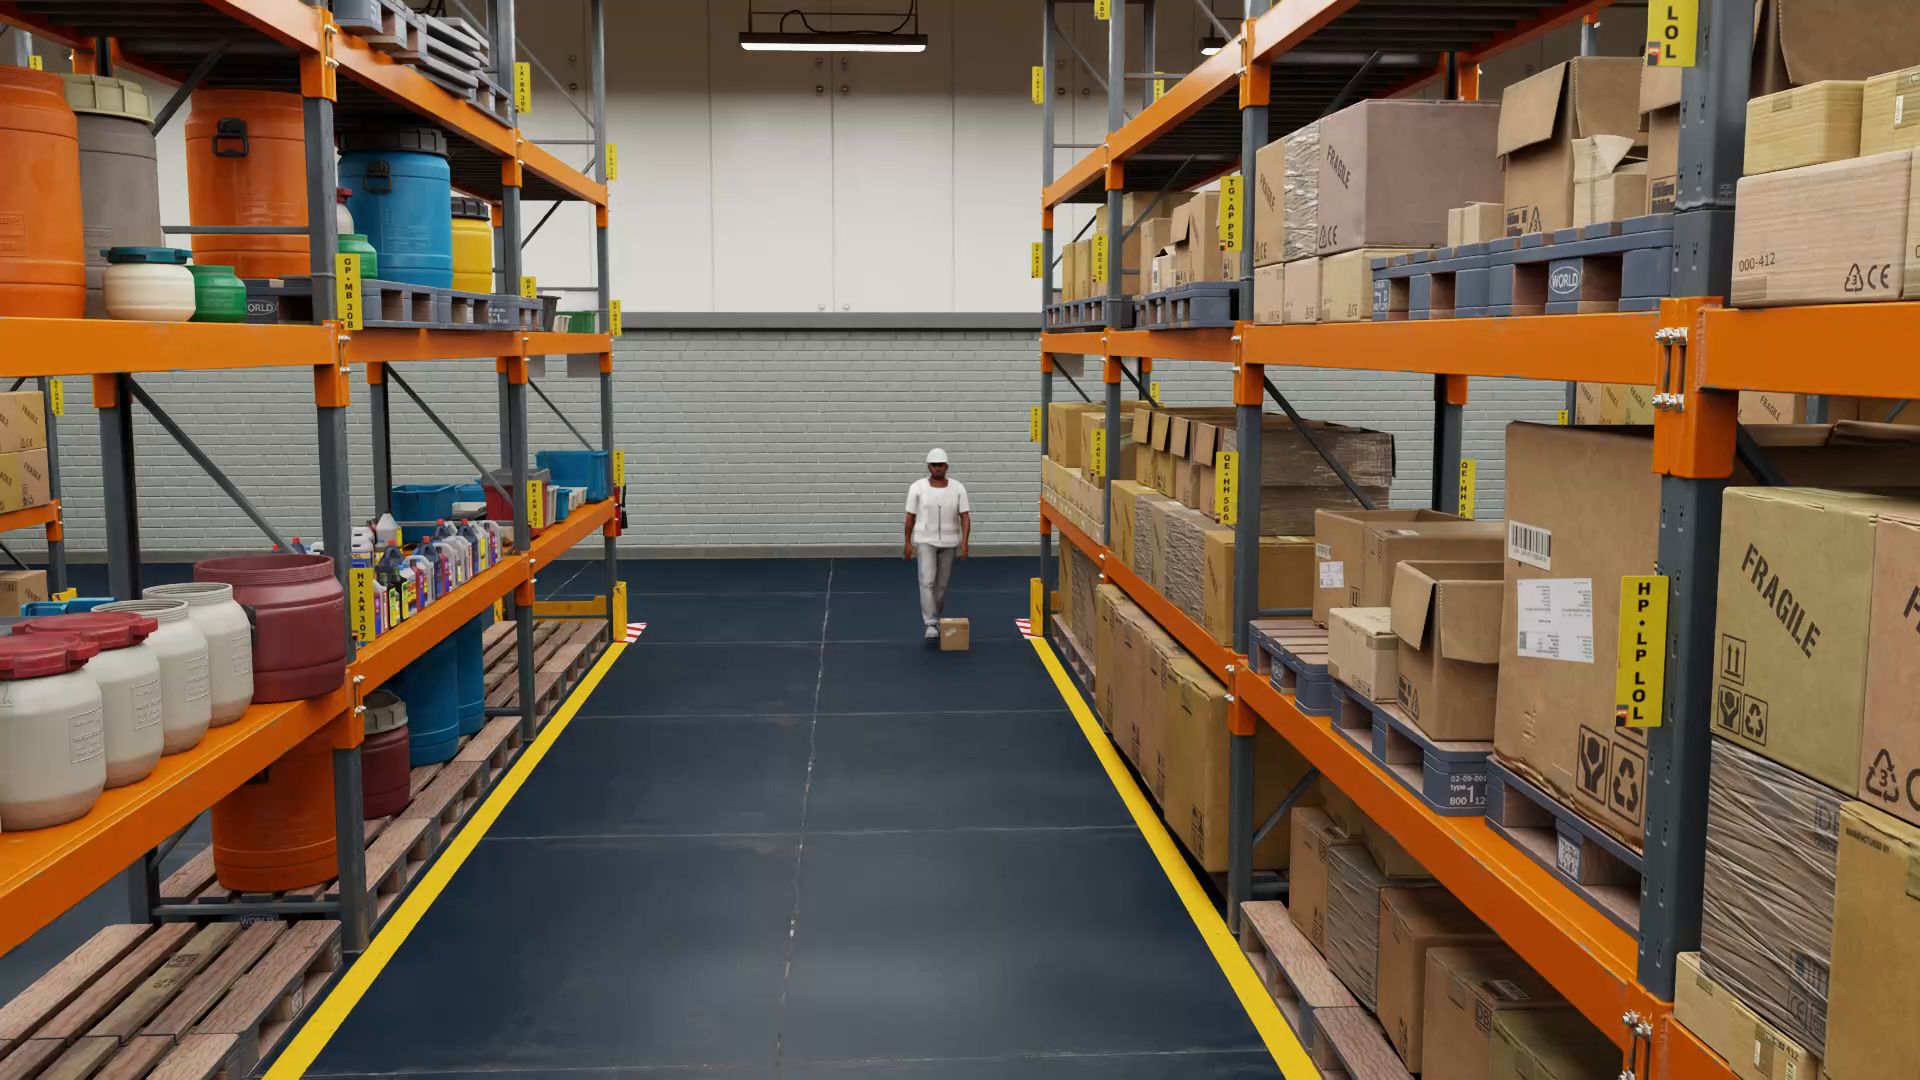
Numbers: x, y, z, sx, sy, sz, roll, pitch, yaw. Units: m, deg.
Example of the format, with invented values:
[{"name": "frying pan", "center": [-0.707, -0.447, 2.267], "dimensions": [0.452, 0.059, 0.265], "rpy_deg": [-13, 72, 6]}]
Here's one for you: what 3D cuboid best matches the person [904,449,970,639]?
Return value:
[{"name": "person", "center": [-0.167, 0.042, 15.133], "dimensions": [0.582, 1.732, 0.933], "rpy_deg": [-2, 7, -14]}]
